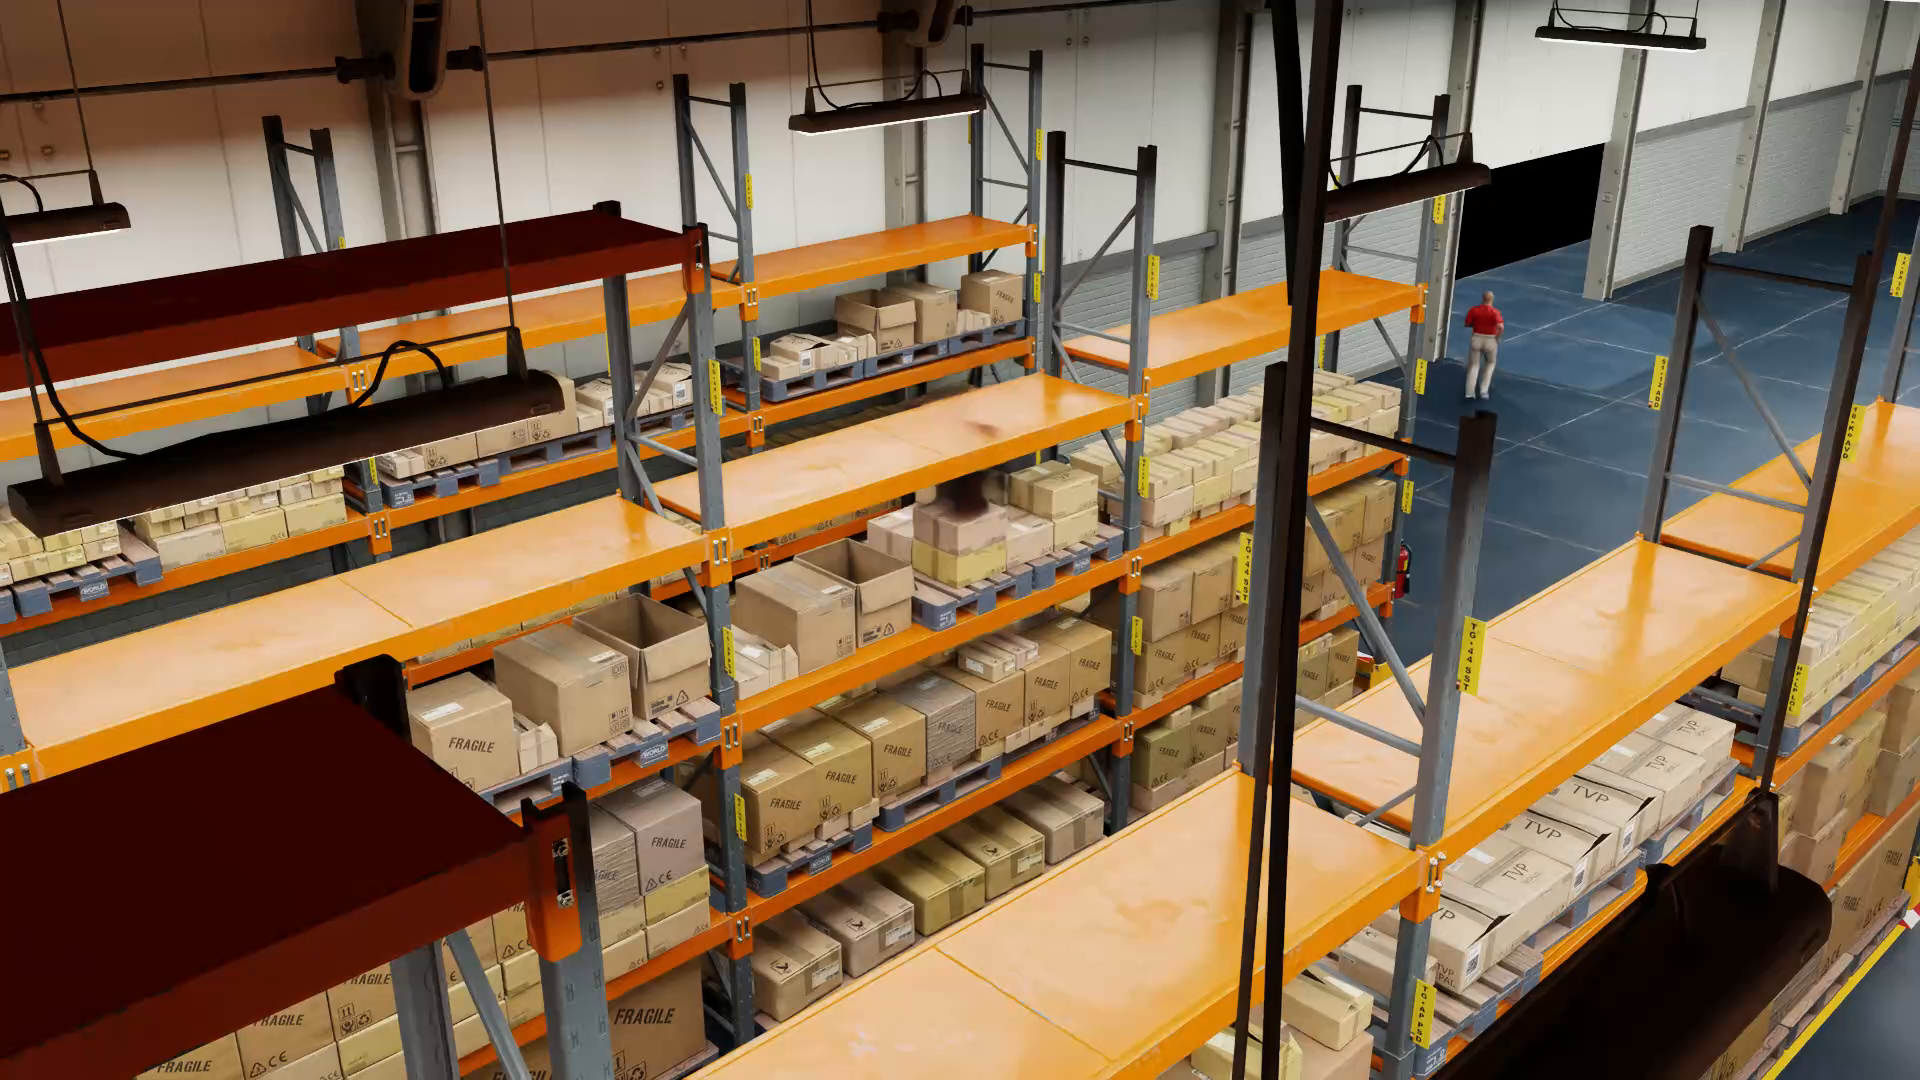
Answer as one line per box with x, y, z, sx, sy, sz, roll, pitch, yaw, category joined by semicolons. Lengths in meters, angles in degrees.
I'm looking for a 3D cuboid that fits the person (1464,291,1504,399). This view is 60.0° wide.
8.140;-3.002;25.893;0.639;1.798;0.739;11;25;25;person
